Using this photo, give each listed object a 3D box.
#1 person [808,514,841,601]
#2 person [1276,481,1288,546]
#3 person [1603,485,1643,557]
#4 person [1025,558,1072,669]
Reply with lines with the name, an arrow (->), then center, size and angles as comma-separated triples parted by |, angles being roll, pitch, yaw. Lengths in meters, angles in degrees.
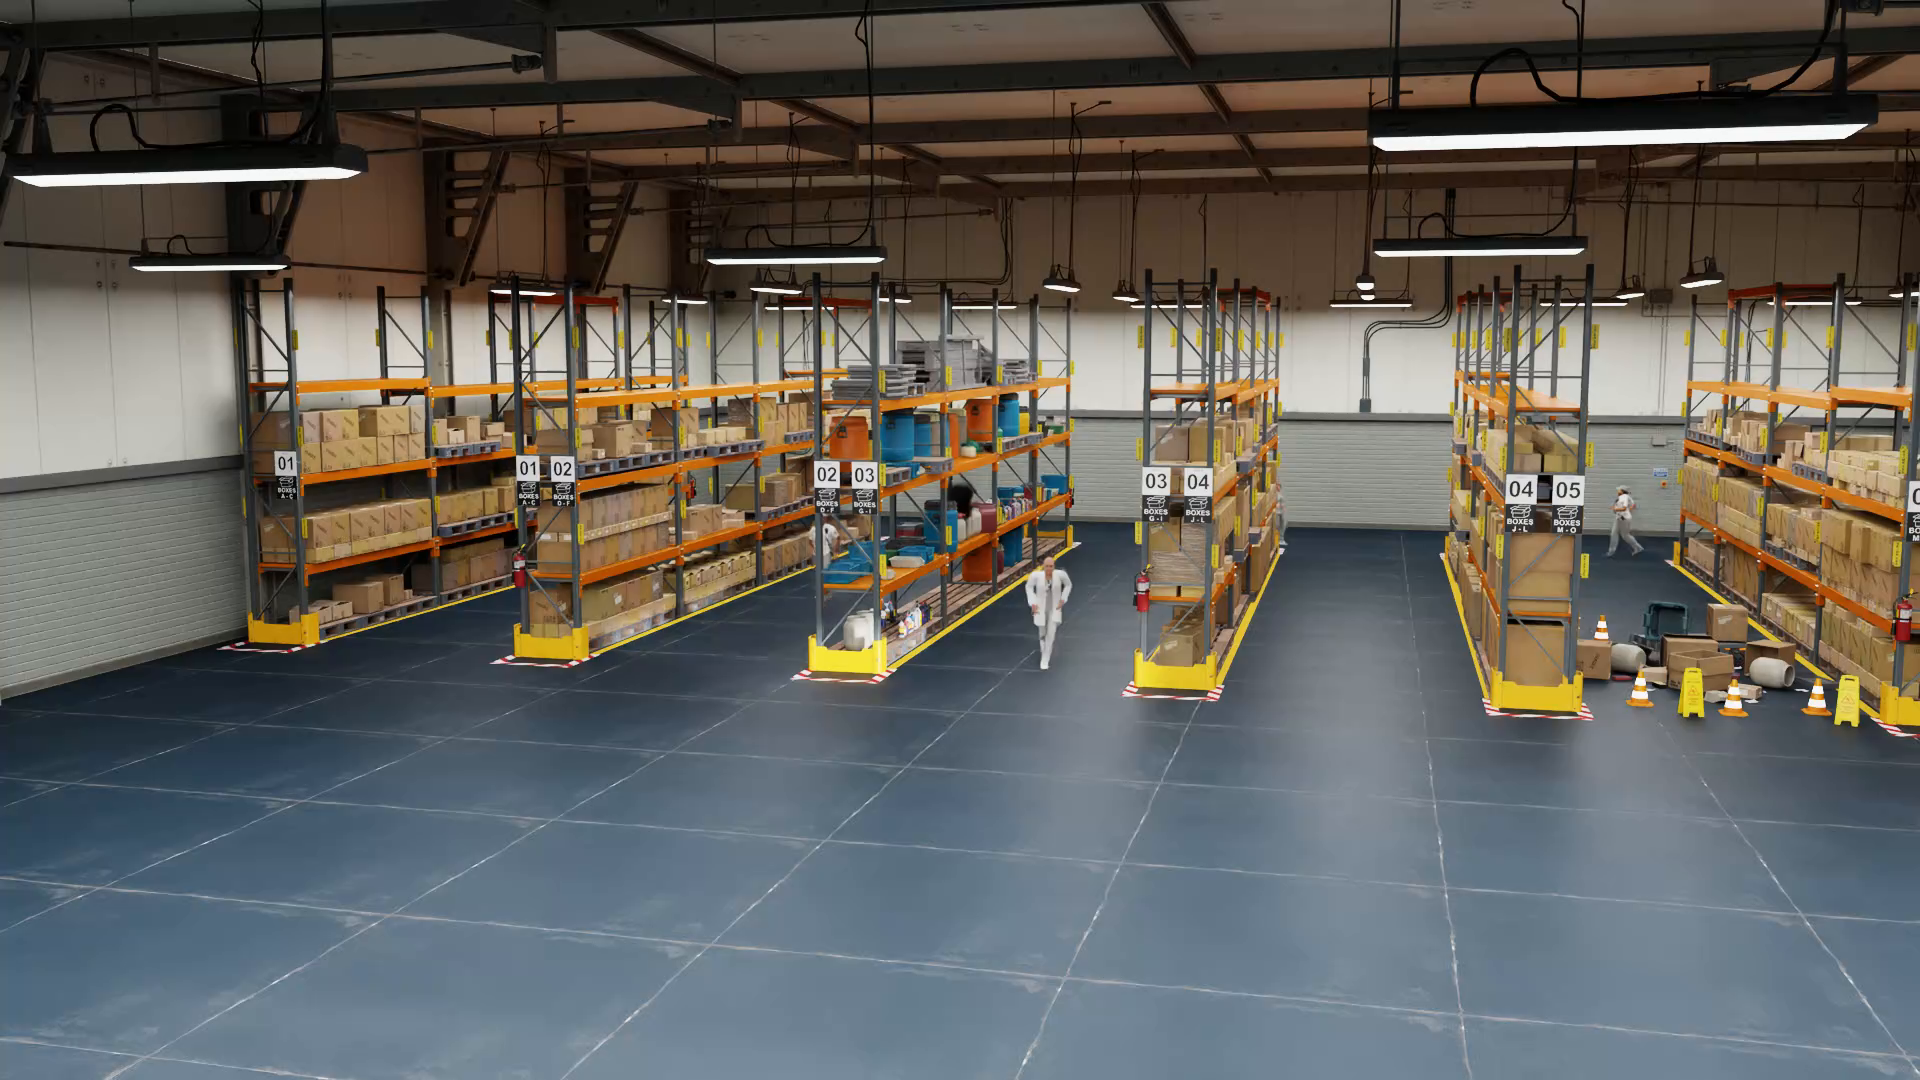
person -> -2.494, 0.285, 30.084 | 0.561, 1.684, 0.562 | 2, 7, 15
person -> 7.762, -0.666, 40.859 | 0.738, 1.571, 0.548 | 7, 10, 44
person -> 15.344, -0.419, 38.401 | 0.868, 1.700, 0.588 | 2, 7, 19
person -> 1.365, 1.088, 25.816 | 0.717, 1.734, 0.938 | 0, 7, -3
